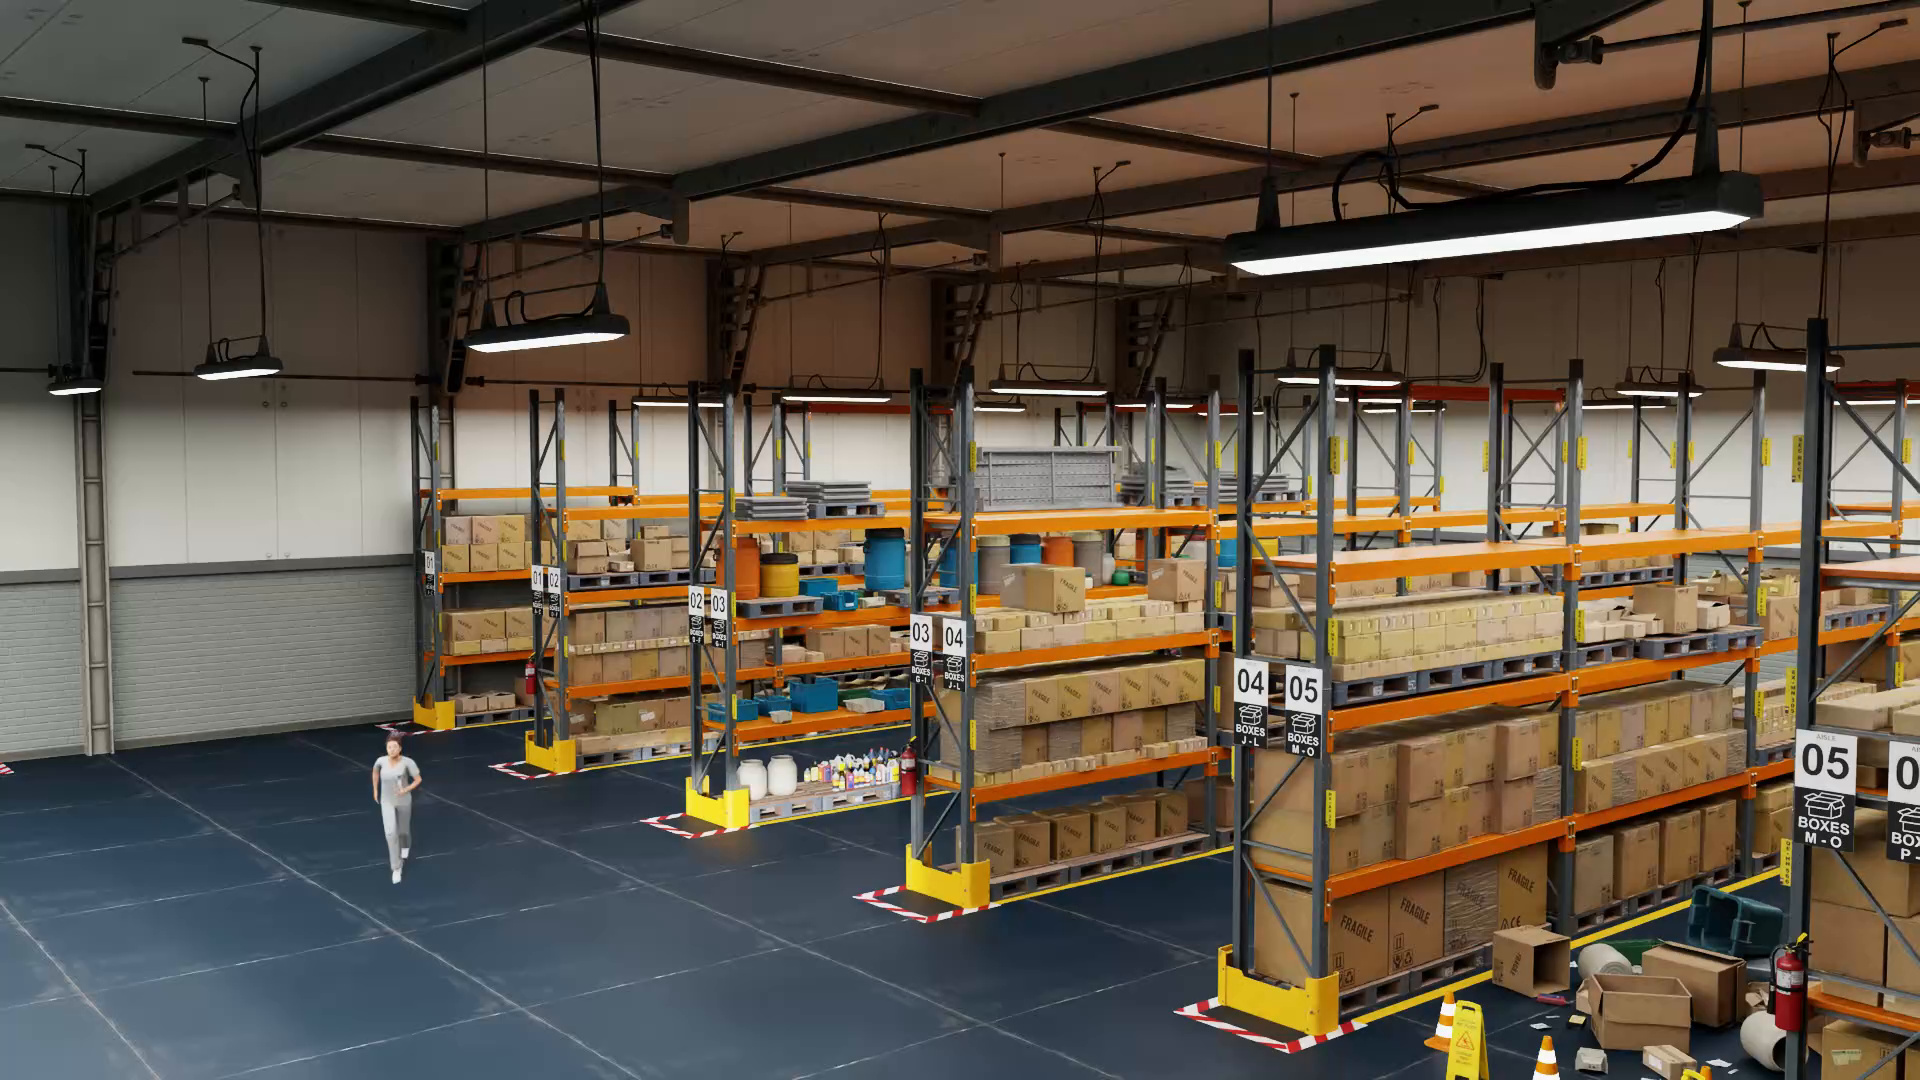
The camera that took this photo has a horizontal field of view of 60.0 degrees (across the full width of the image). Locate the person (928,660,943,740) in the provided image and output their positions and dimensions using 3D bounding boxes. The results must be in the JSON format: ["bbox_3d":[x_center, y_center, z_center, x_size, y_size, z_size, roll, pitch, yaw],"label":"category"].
[{"bbox_3d":[-0.428,2.532,27.265,0.803,1.710,0.639,-2,4,-36],"label":"person"}]

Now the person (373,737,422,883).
[{"bbox_3d":[-6.729,3.161,19.880,0.587,1.664,1.008,-1,3,-9],"label":"person"}]

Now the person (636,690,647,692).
[{"bbox_3d":[-5.537,2.565,29.639,0.662,1.761,0.896,3,5,43],"label":"person"}]
